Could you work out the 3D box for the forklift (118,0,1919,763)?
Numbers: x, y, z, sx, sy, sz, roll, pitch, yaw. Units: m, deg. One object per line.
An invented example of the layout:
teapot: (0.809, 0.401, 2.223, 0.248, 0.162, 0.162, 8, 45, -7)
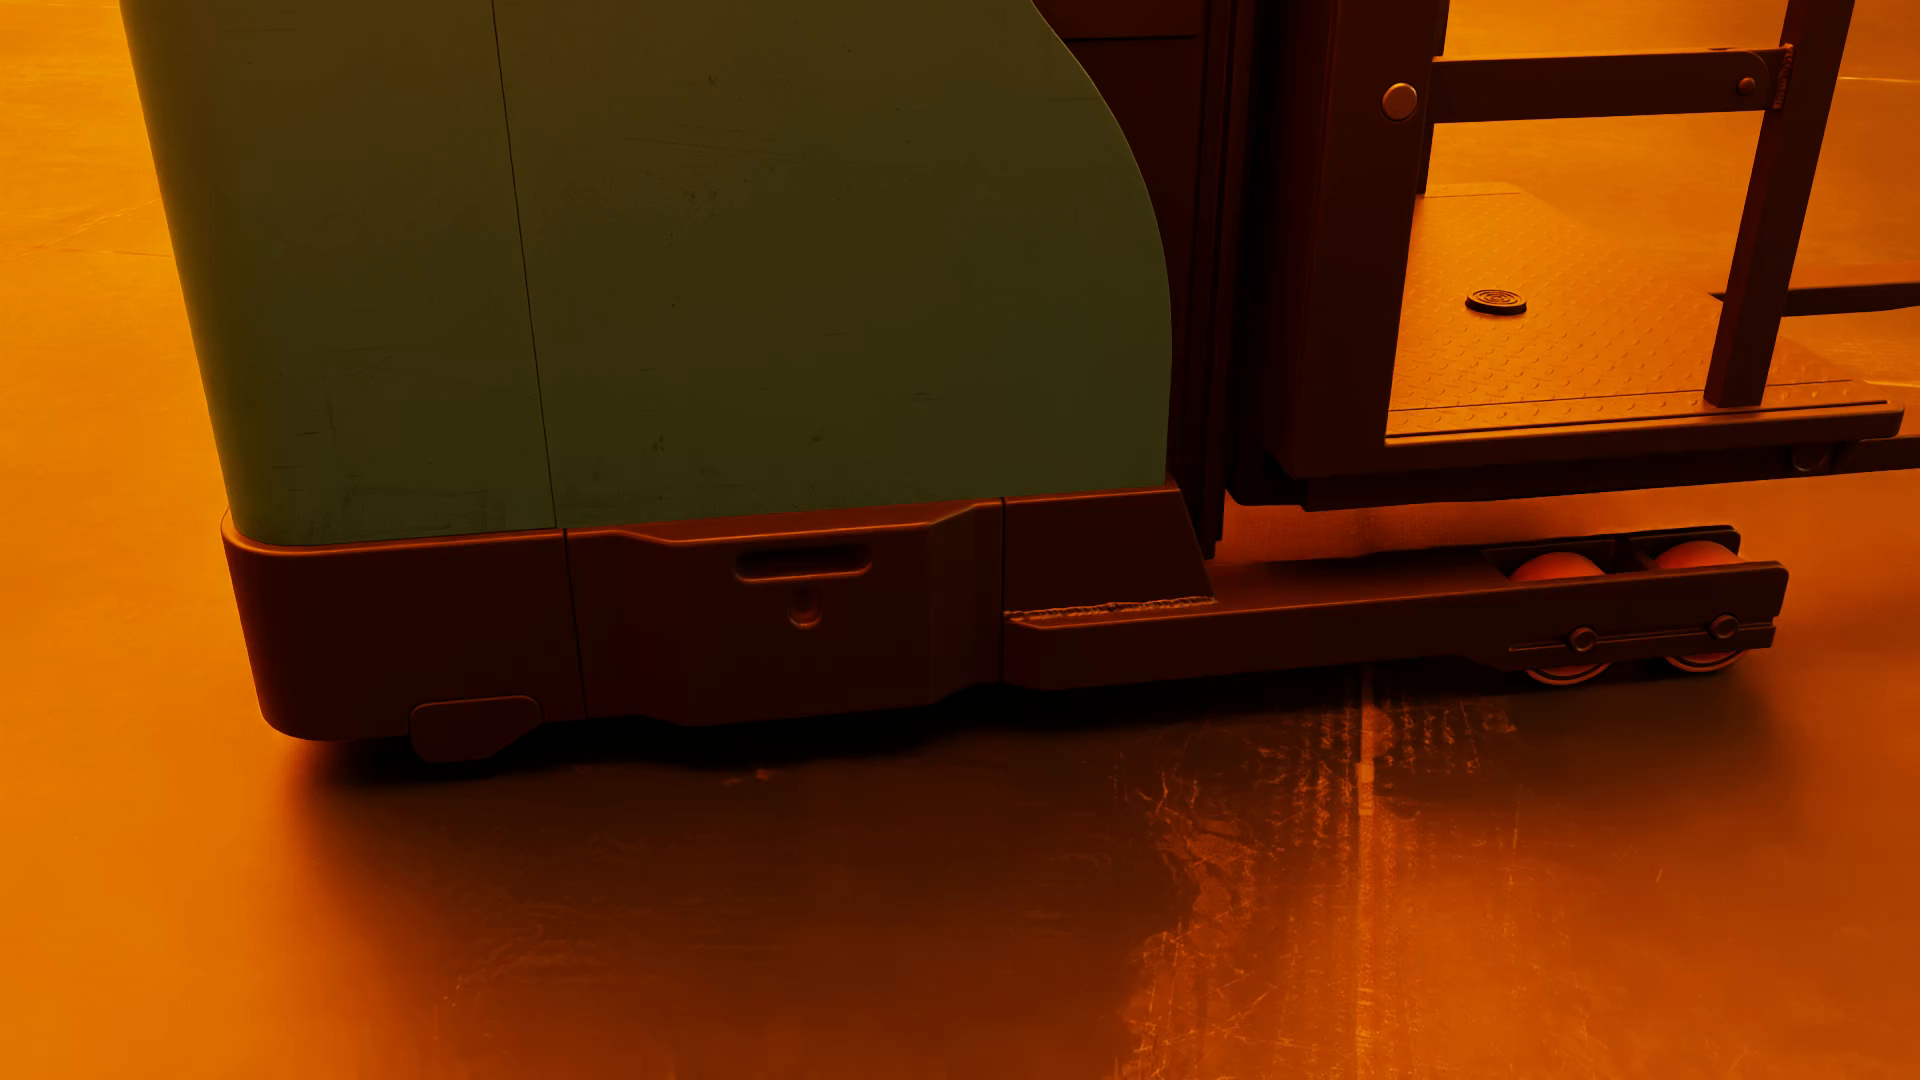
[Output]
forklift: (0.600, -1.354, 1.930, 3.031, 2.935, 1.130, -4, 27, -9)
